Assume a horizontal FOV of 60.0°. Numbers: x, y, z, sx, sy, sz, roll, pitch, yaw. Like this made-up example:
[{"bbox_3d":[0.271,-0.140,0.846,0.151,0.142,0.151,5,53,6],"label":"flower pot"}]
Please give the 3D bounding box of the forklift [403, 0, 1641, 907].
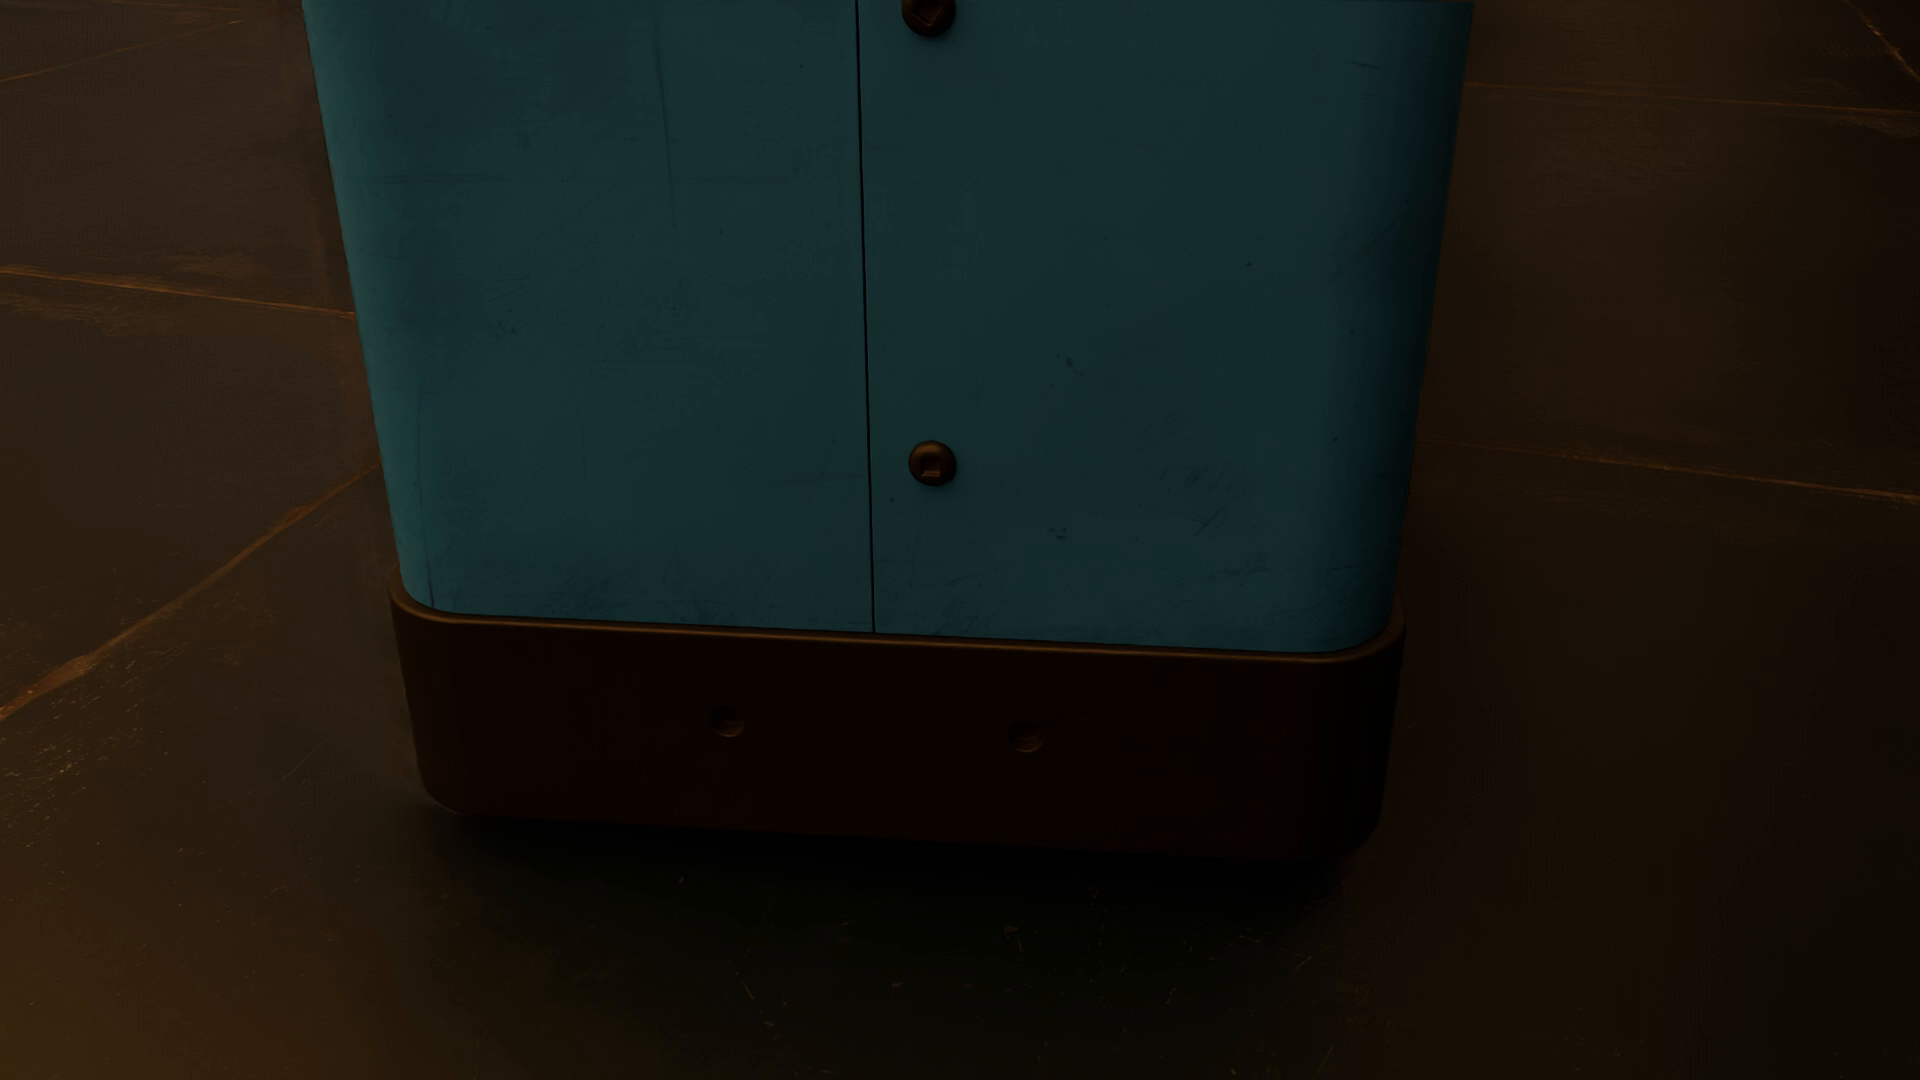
[{"bbox_3d":[-0.048,-1.581,2.374,1.130,2.935,3.031,-2,27,-4],"label":"forklift"}]
